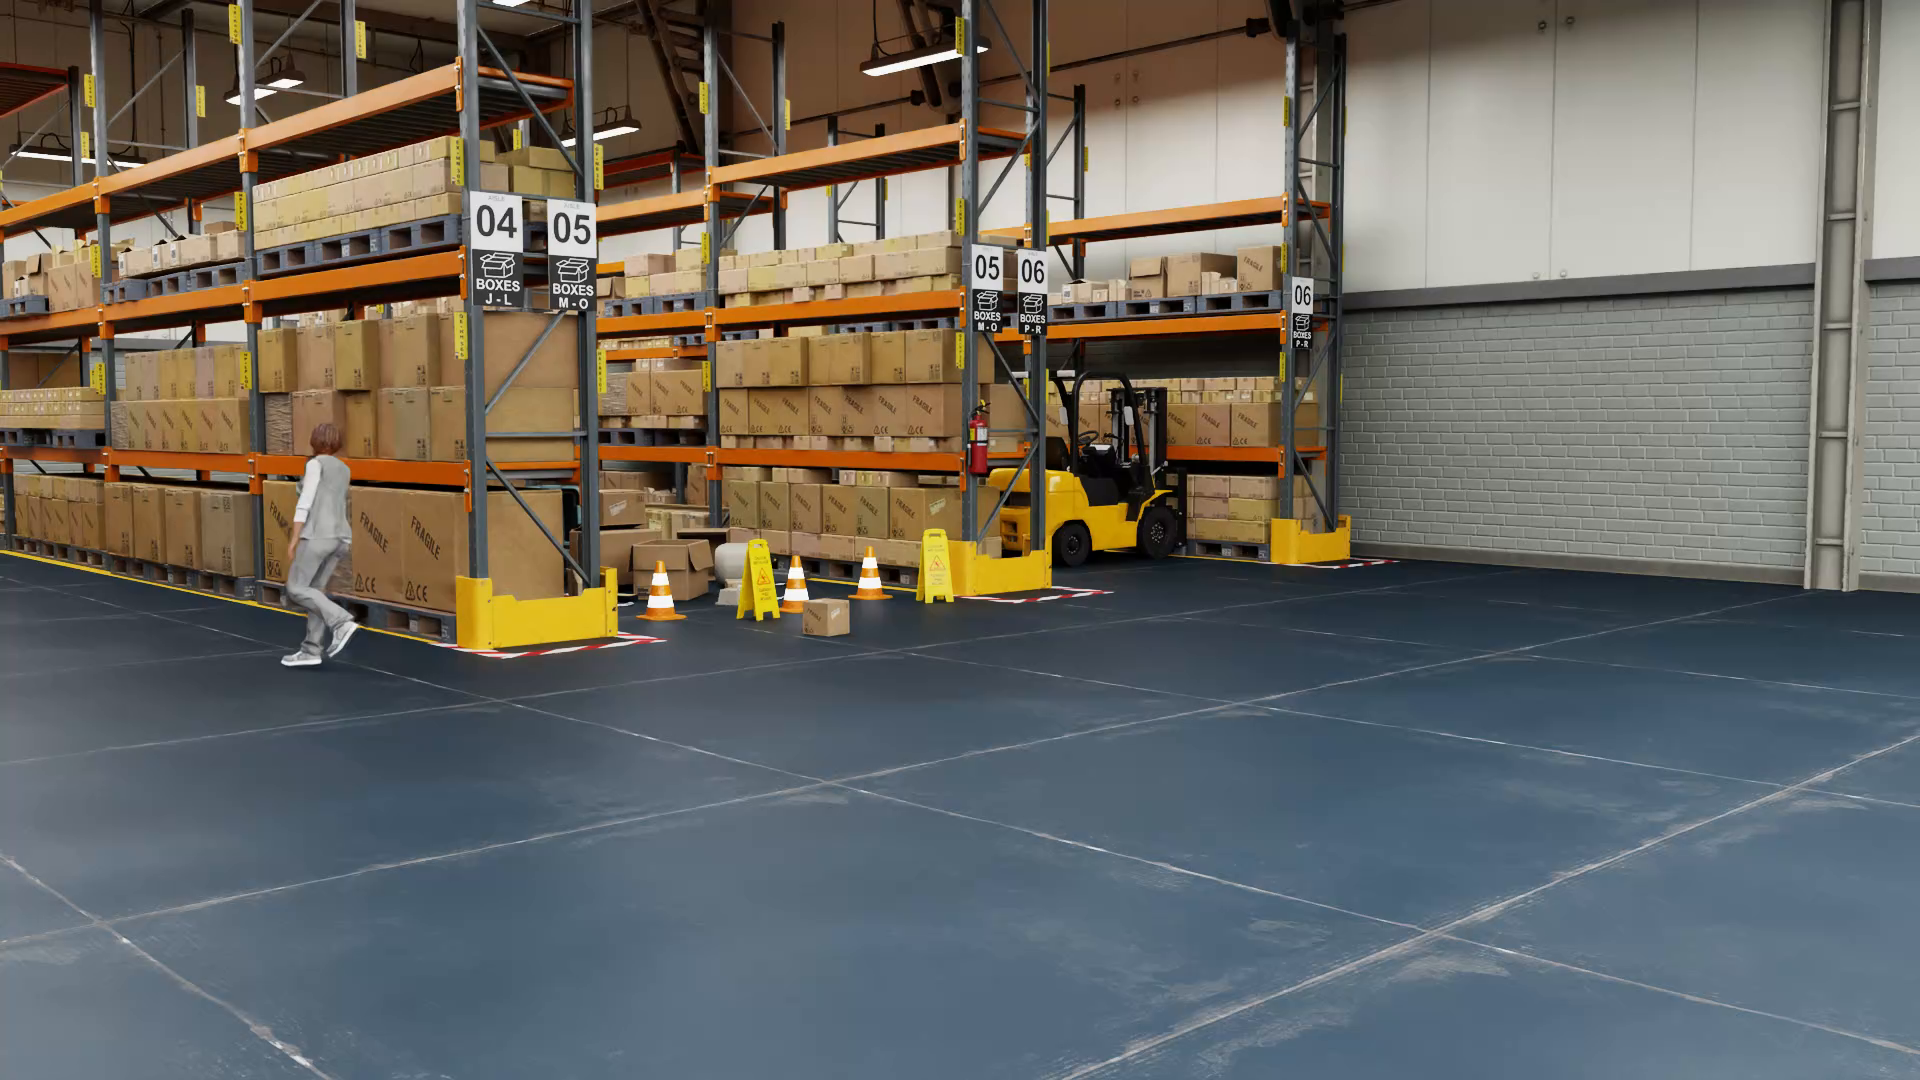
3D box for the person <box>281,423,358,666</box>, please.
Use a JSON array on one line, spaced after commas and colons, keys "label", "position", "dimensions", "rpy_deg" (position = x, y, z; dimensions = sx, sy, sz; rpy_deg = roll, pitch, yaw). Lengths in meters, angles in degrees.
[{"label": "person", "position": [-4.099, 0.028, 10.764], "dimensions": [0.574, 1.571, 0.558], "rpy_deg": [1, 4, 14]}]
